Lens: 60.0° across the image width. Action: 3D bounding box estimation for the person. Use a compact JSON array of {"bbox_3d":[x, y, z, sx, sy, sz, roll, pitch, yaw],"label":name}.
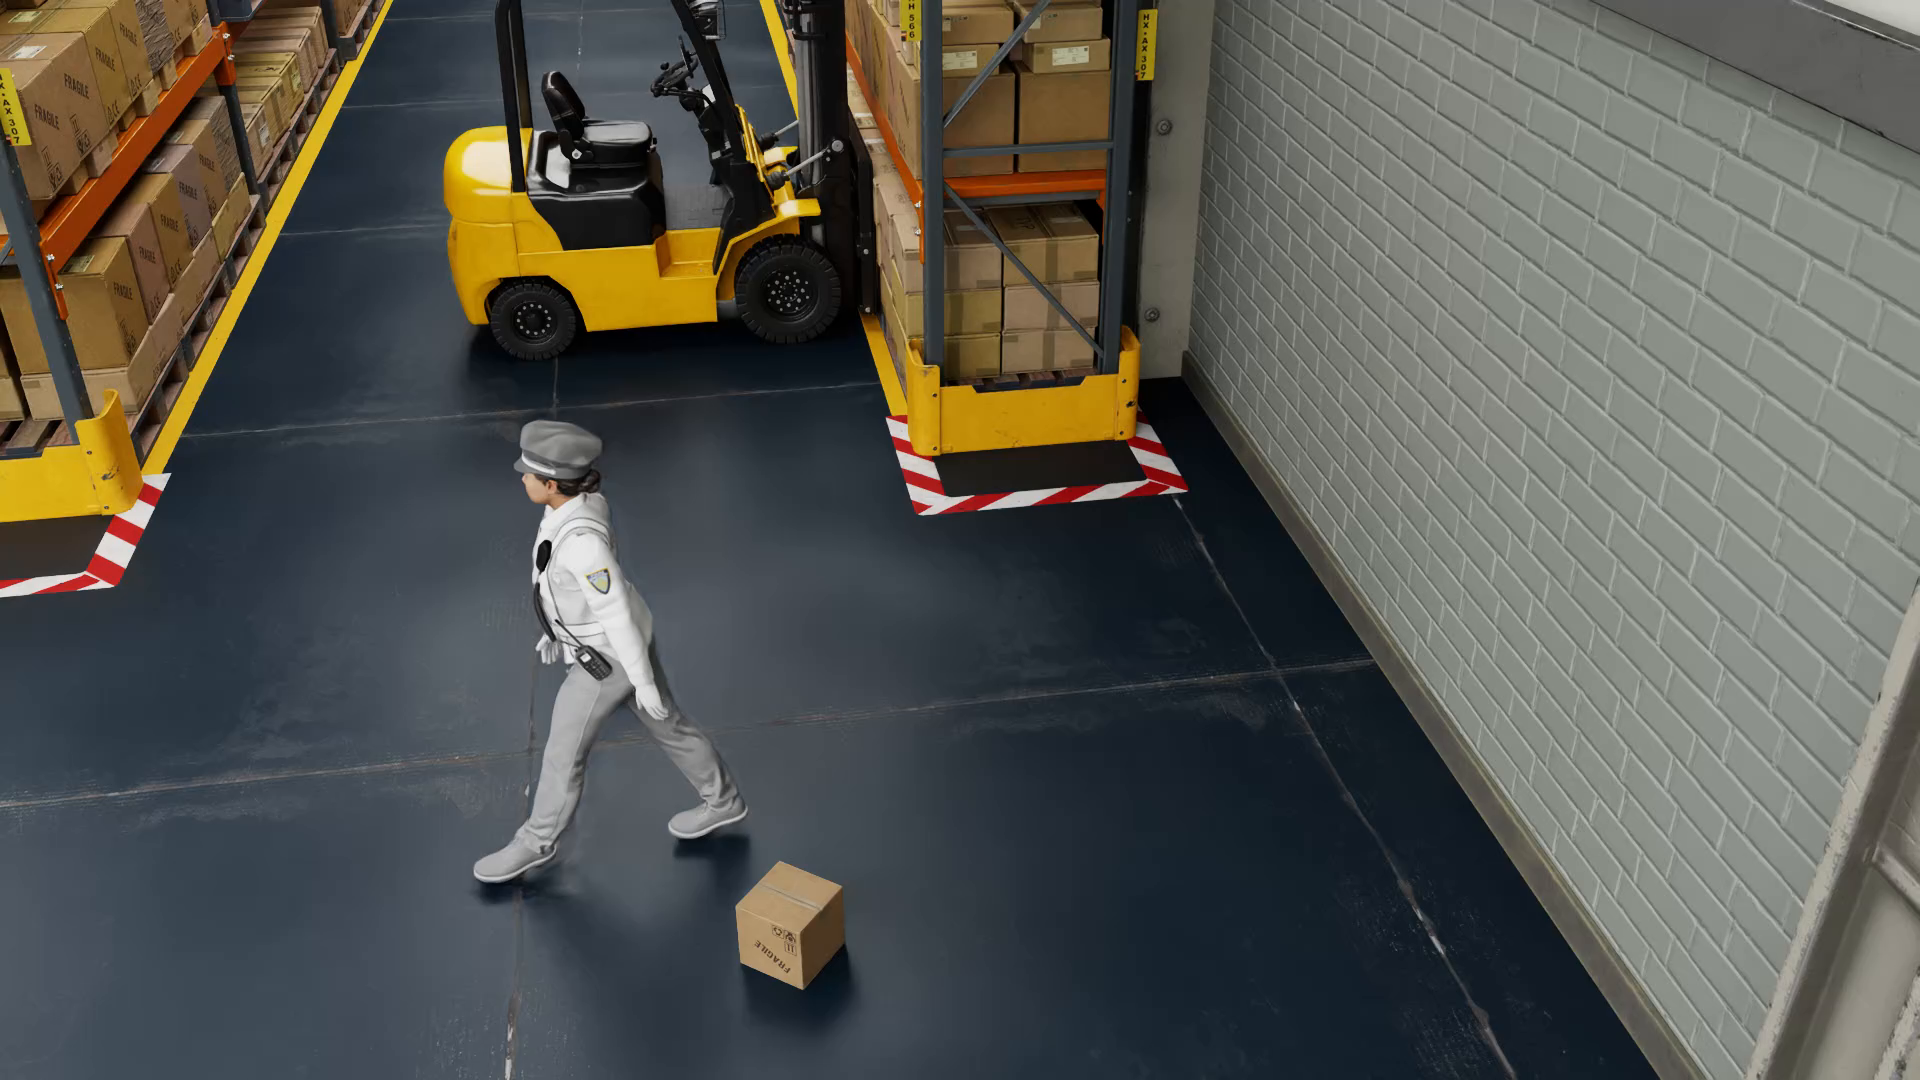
[{"bbox_3d":[-1.223,0.354,5.500,0.937,1.624,0.519,-3,31,-5],"label":"person"}]
